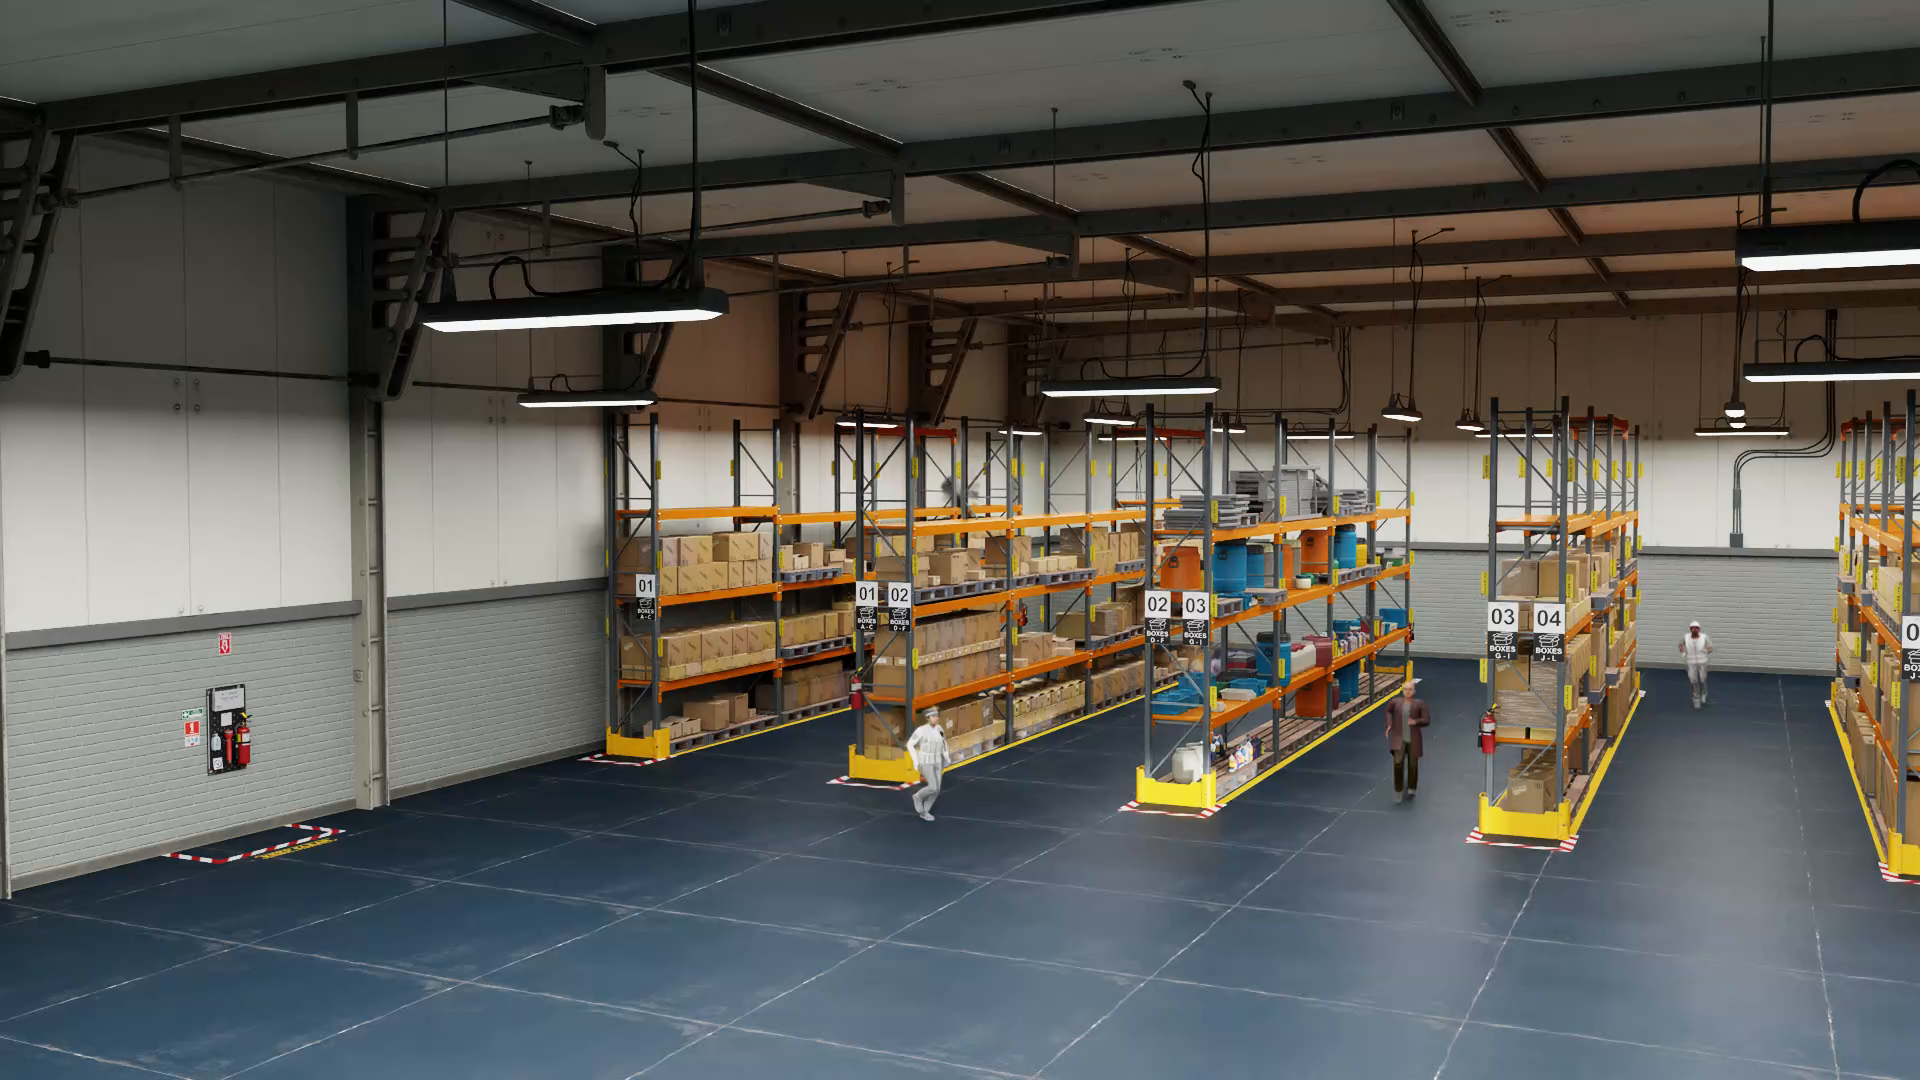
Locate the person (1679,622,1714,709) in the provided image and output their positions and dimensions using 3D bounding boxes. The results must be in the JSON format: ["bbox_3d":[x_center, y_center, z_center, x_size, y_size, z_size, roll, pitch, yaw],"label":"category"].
[{"bbox_3d":[15.597,2.625,35.230,0.682,1.806,0.878,1,3,24],"label":"person"}]

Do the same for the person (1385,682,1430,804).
[{"bbox_3d":[6.754,3.064,25.124,0.673,1.845,0.819,1,3,18],"label":"person"}]

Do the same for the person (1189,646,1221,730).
[{"bbox_3d":[4.619,2.865,31.508,0.576,1.694,0.716,1,3,29],"label":"person"}]

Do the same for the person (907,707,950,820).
[{"bbox_3d":[-0.400,3.187,23.685,0.603,1.638,0.575,-2,3,-38],"label":"person"}]
